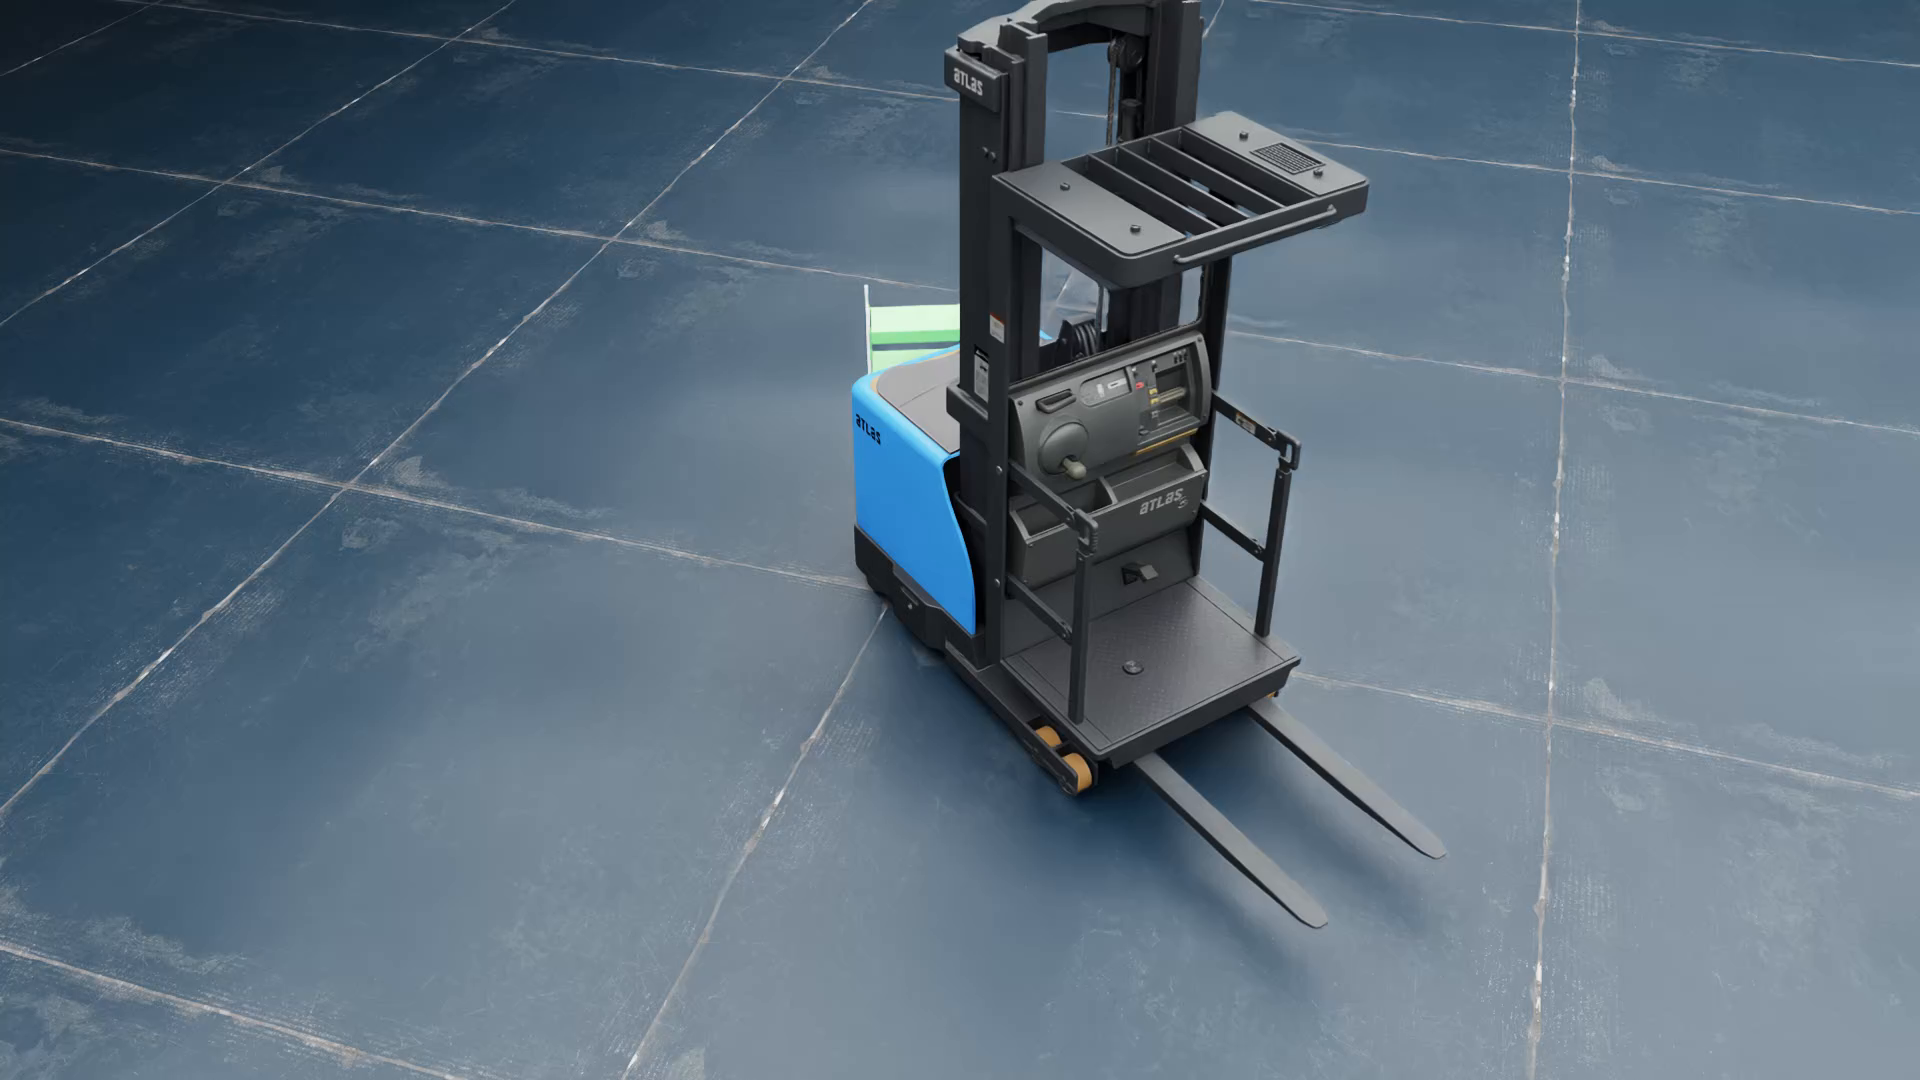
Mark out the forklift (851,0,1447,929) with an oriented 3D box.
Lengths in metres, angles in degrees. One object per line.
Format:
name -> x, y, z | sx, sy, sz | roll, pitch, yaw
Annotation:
forklift -> 0.728, -0.462, 6.405 | 1.130, 2.935, 3.031 | -21, 41, -26

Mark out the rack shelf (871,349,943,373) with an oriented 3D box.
rack shelf -> -0.192, -0.803, 8.032 | 0.480, 0.148, 0.258 | -2, 36, -3

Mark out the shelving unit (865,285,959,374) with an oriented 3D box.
shelving unit -> -0.192, -0.662, 8.137 | 0.503, 1.200, 0.258 | -2, 36, -3

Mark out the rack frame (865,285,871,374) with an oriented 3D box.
rack frame -> -0.435, -0.652, 8.123 | 0.015, 1.200, 0.240 | -2, 36, -3

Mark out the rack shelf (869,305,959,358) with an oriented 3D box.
rack shelf -> -0.192, -0.997, 7.890 | 0.480, 0.148, 0.258 | -2, 36, -3
